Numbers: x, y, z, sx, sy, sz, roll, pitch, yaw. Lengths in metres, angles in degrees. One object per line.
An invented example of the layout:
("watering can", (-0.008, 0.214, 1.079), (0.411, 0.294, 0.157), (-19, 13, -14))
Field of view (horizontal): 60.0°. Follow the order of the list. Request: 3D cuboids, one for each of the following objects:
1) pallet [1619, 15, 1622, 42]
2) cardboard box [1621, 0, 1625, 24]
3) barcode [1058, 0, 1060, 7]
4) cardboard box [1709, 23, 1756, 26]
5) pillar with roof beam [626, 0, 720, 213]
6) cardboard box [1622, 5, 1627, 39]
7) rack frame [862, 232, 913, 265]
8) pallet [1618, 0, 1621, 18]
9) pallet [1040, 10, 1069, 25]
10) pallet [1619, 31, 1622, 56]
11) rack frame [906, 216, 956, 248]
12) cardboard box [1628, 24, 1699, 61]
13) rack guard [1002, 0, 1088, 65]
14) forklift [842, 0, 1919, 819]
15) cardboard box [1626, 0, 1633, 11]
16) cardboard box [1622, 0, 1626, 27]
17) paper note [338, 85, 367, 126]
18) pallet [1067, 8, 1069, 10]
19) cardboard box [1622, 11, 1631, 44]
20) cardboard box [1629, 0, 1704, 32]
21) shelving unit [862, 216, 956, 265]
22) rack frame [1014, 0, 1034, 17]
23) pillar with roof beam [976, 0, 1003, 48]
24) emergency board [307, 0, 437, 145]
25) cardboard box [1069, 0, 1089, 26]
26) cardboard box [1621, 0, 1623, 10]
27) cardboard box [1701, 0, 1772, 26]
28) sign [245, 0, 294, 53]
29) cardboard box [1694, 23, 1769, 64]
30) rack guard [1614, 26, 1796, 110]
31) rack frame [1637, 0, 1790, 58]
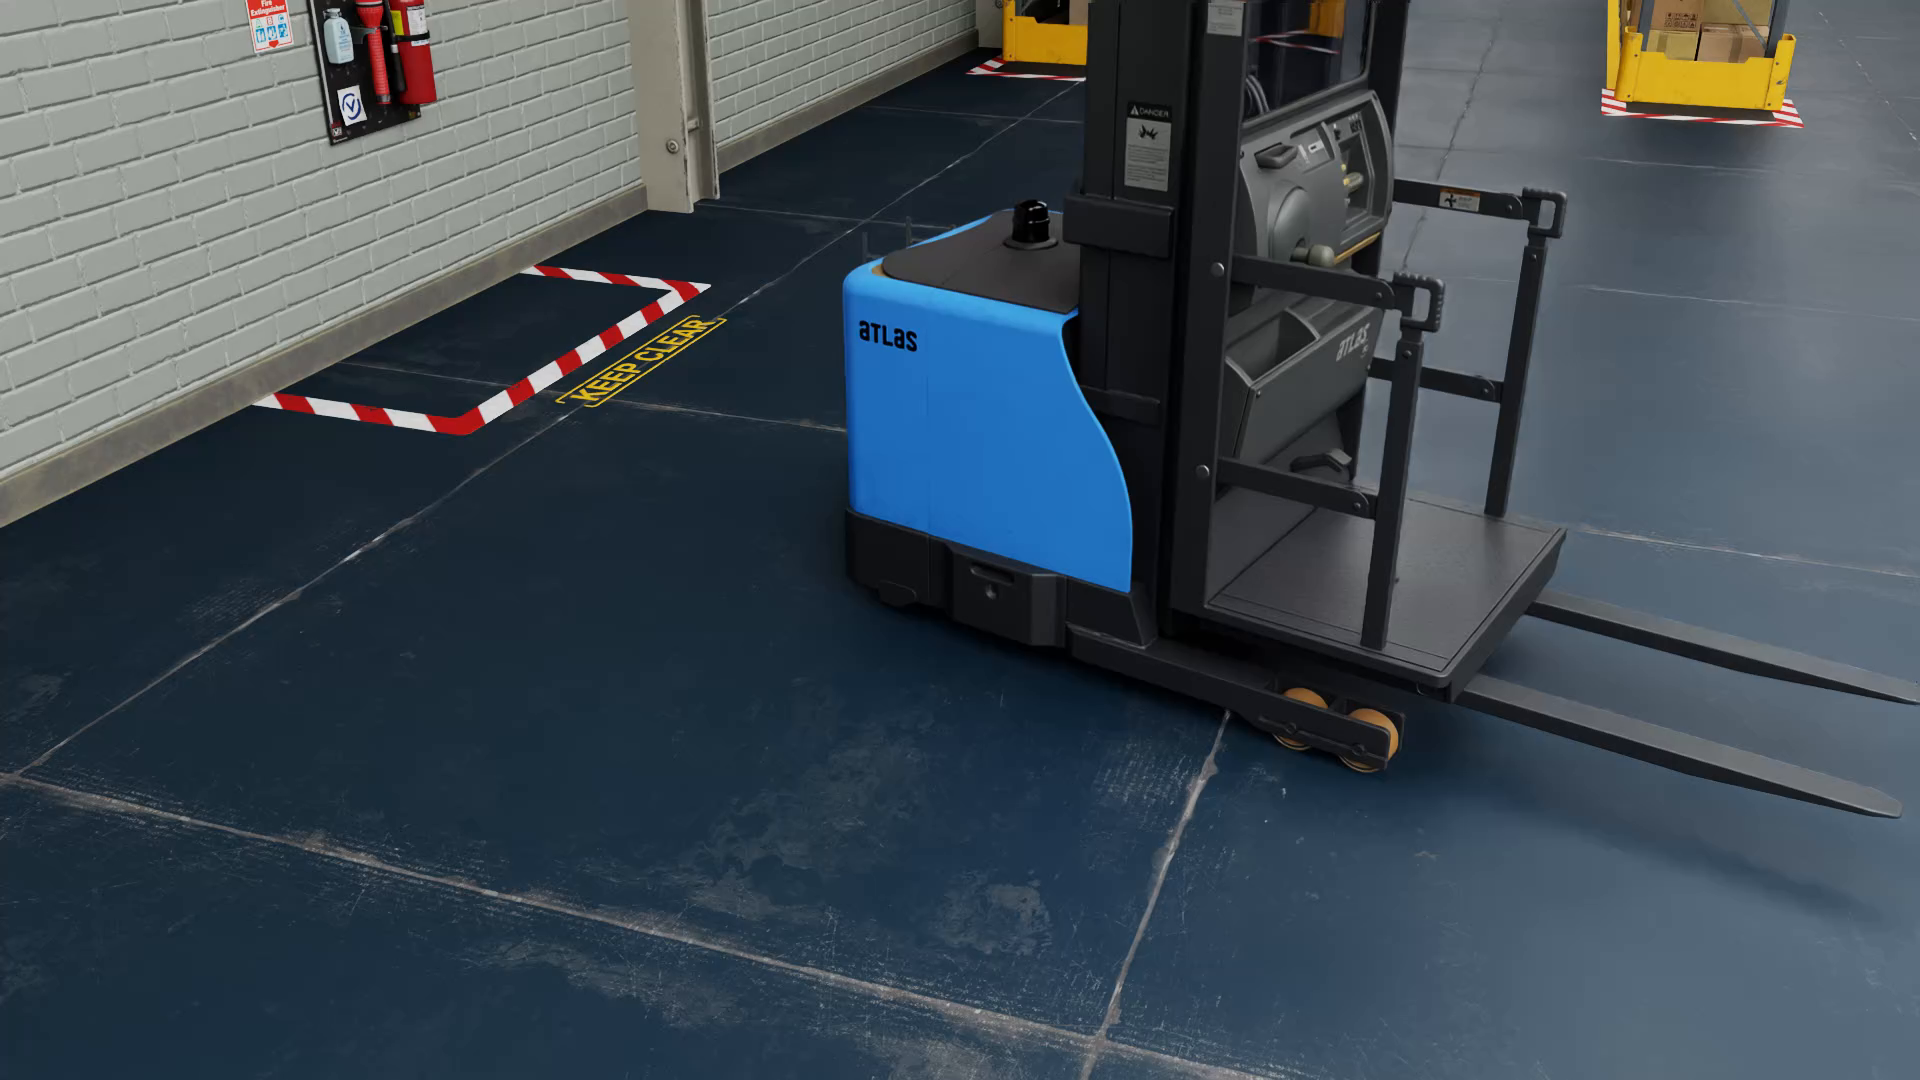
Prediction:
("pallet", (6.626, -4.759, 15.337), (1.003, 0.211, 1.213), (9, 27, 17))
("cardboard box", (6.147, -4.730, 14.751), (0.500, 0.250, 0.500), (9, 27, 17))
("barcode", (0.870, -4.736, 14.661), (0.001, 0.075, 0.075), (9, 27, 17))
("cardboard box", (6.150, -4.037, 13.318), (0.500, 0.250, 0.500), (9, 27, 17))
("pillar with roof beam", (2.406, -5.431, 6.641), (9.100, 9.000, 0.400), (9, 27, 17))
("cardboard box", (5.818, -4.319, 13.901), (0.500, 0.250, 0.500), (9, 27, 17))
("rack frame", (-0.235, -0.503, 5.585), (0.200, 1.050, 0.008), (16, 30, 30))
("pallet", (7.138, -5.388, 16.636), (1.003, 0.211, 1.213), (9, 27, 17))
("pallet", (1.255, -4.513, 14.828), (1.003, 0.211, 1.213), (9, 27, 17))
("pallet", (6.221, -4.256, 14.298), (1.003, 0.211, 1.213), (9, 27, 17))
("rack frame", (-0.097, -0.591, 5.766), (0.200, 1.050, 0.008), (16, 30, 30))
("cardboard box", (5.498, -3.906, 13.048), (0.500, 0.250, 0.500), (9, 27, 17))
("rack guard", (0.951, -4.314, 14.086), (1.175, 0.500, 0.348), (9, 27, 17))
("forklift", (1.139, -0.960, 4.369), (3.031, 2.935, 1.130), (17, 30, 30))
("cardboard box", (5.815, -4.657, 13.738), (0.500, 0.500, 0.500), (9, 27, 17))
("cardboard box", (5.986, -4.524, 14.325), (0.500, 0.250, 0.500), (9, 27, 17))
("paper note", (-2.636, -1.886, 7.214), (0.016, 0.148, 0.142), (9, 27, 17))
("pallet", (1.663, -5.012, 15.860), (1.003, 0.211, 1.213), (9, 27, 17))
("cardboard box", (5.654, -4.113, 13.476), (0.500, 0.250, 0.500), (9, 27, 17))
("cardboard box", (5.496, -4.243, 12.885), (0.500, 0.500, 0.500), (9, 27, 17))
("shelving unit", (-0.166, -0.547, 5.675), (0.215, 1.050, 0.252), (16, 30, 30))
("rack frame", (0.926, -5.408, 13.477), (1.000, 3.000, 0.127), (9, 27, 17))
("pillar with roof beam", (4.403, -7.897, 11.733), (9.100, 9.000, 0.400), (9, 27, 17))
("emergency board", (-2.512, -2.345, 7.152), (0.194, 1.169, 0.643), (9, 27, 17))
("cardboard box", (1.241, -4.667, 14.527), (0.500, 0.311, 0.500), (6, 26, 12))
("cardboard box", (6.318, -4.935, 15.174), (0.500, 0.250, 0.500), (9, 27, 17))
("cardboard box", (6.151, -4.374, 13.154), (0.500, 0.500, 0.500), (9, 27, 17))
("sign", (-2.793, -2.149, 6.705), (0.001, 0.329, 0.234), (9, 27, 17))
("cardboard box", (5.987, -3.831, 12.893), (0.500, 0.250, 0.500), (9, 27, 17))
("rack guard", (5.591, -3.556, 12.521), (1.175, 0.500, 0.348), (9, 27, 17))
("rack frame", (5.599, -4.691, 11.996), (1.000, 3.000, 0.127), (9, 27, 17))
